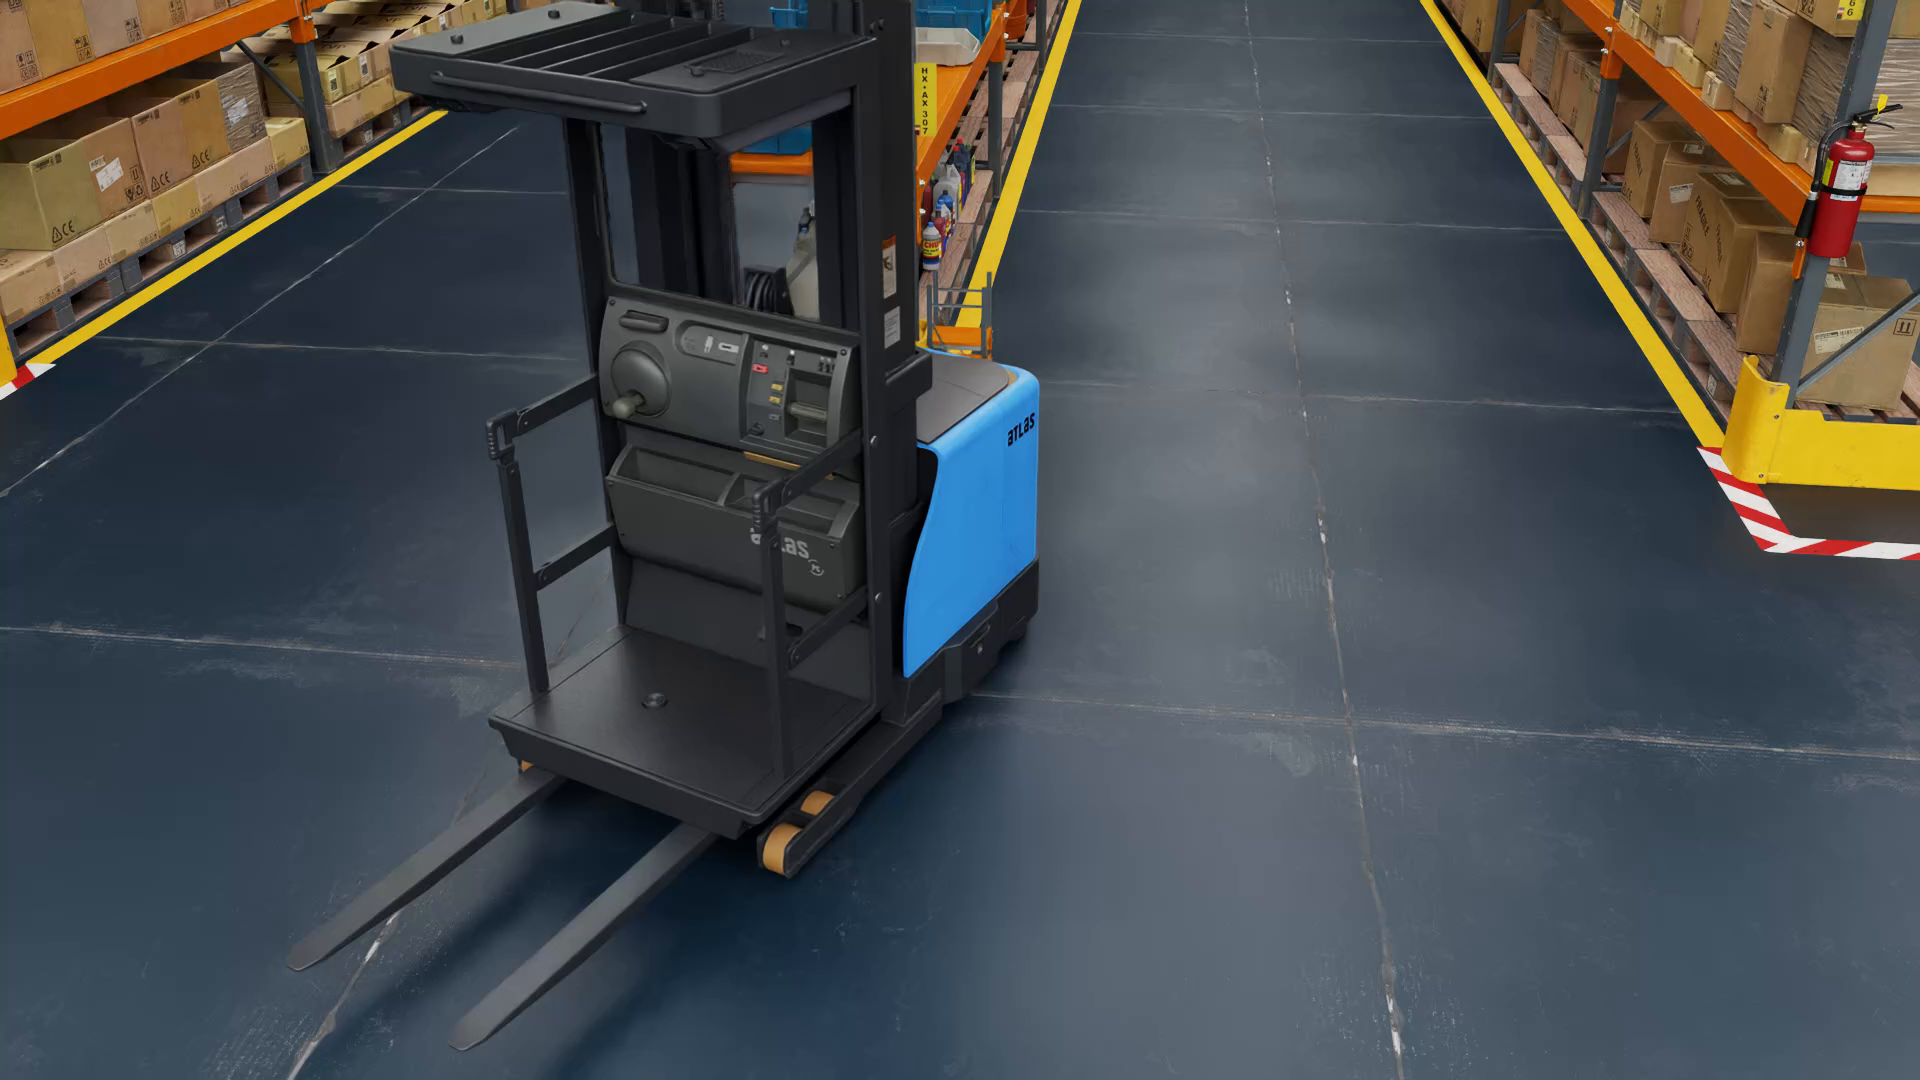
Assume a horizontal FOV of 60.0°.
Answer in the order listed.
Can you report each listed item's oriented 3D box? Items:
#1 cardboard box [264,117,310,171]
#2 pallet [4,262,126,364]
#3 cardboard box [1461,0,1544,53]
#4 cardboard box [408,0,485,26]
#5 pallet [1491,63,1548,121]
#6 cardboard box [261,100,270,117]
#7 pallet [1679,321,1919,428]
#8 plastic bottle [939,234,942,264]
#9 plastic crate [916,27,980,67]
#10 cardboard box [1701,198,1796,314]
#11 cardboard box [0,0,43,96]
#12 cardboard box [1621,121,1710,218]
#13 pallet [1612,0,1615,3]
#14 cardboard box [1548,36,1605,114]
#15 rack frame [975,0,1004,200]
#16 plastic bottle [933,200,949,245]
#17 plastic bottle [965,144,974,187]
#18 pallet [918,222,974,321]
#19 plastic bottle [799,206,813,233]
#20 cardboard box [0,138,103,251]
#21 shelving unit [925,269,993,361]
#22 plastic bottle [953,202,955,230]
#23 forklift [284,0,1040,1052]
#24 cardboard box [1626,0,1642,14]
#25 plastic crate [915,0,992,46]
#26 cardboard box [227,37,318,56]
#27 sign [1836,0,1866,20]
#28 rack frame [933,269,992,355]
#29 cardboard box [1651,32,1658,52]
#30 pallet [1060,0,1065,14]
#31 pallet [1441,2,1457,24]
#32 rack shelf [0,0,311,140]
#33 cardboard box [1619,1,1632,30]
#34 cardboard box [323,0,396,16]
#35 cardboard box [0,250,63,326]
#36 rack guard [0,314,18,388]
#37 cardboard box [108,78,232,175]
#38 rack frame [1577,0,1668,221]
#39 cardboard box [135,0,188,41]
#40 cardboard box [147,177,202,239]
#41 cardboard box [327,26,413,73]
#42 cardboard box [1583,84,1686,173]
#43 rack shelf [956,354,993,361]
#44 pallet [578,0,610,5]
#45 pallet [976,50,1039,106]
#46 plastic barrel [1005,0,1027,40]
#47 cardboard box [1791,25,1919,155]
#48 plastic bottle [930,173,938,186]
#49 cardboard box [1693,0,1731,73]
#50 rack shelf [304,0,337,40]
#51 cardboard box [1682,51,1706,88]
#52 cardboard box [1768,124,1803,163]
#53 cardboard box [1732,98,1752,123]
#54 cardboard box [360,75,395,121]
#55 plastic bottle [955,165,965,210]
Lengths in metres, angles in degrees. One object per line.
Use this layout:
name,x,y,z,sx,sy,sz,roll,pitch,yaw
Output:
cardboard box,-4.966,-2.805,11.750,0.500,0.250,0.500,3,28,6
pallet,-5.564,-1.313,9.465,1.003,0.211,1.213,3,28,6
cardboard box,5.301,-4.940,15.054,1.225,0.875,0.875,2,28,4
cardboard box,-4.513,-4.659,14.601,0.500,0.311,0.500,3,28,5
pallet,5.098,-3.771,14.028,1.003,0.211,1.213,3,28,6
cardboard box,-5.363,-3.248,12.572,0.500,0.250,0.500,3,28,6
pallet,4.359,-0.789,8.493,1.003,0.211,1.213,3,28,6
plastic bottle,-0.156,-1.735,9.794,0.097,0.201,0.097,0,28,0
plastic crate,-0.158,-2.876,9.705,0.530,0.136,0.437,3,28,6
cardboard box,4.443,-1.555,9.167,0.500,0.500,0.500,6,29,11
cardboard box,-5.487,-2.689,8.973,0.700,0.500,0.500,4,29,8
cardboard box,4.617,-2.382,10.702,0.500,0.500,0.500,3,28,5
pallet,4.943,-3.751,11.252,1.003,0.211,1.213,3,28,6
cardboard box,5.015,-3.614,12.968,0.700,0.500,0.500,6,29,10
rack frame,-0.210,-3.772,11.088,1.000,3.000,0.127,3,28,6
plastic bottle,-0.115,-1.925,10.073,0.097,0.271,0.097,0,28,0
plastic bottle,0.058,-2.524,11.172,0.061,0.283,0.133,5,29,9
pallet,-0.481,-1.654,10.098,1.003,0.211,1.213,3,28,6
plastic bottle,-0.914,-1.833,9.889,0.061,0.283,0.133,4,29,7
cardboard box,-5.270,-1.958,9.387,0.500,0.500,0.500,3,28,6
shelving unit,-0.002,-0.521,6.953,0.258,1.200,0.189,3,28,6
plastic bottle,-0.077,-2.038,10.356,0.097,0.201,0.097,0,28,0
forklift,-0.847,-0.471,5.035,1.130,2.935,3.031,15,32,25
cardboard box,4.589,-3.451,10.073,0.875,0.500,0.500,3,28,6
plastic crate,-0.076,-3.169,10.127,0.499,0.251,0.616,3,28,6
cardboard box,-5.303,-3.735,12.885,0.500,0.311,0.500,4,29,8
sign,3.667,-2.291,6.787,0.100,0.325,0.005,3,28,6
rack frame,0.009,-0.564,7.033,0.240,1.200,0.006,3,28,6
cardboard box,4.313,-2.935,9.800,0.380,0.149,0.250,3,28,6
pallet,0.634,-5.949,18.070,1.003,0.211,1.213,3,28,6
pallet,5.666,-5.654,17.523,1.003,0.211,1.213,3,28,6
rack shelf,-5.371,-2.803,10.049,1.077,0.370,4.000,3,28,6
cardboard box,4.380,-3.289,10.458,0.380,0.149,0.250,3,28,6
cardboard box,-5.112,-4.448,14.209,0.500,0.311,0.500,3,28,5
cardboard box,-5.330,-1.392,9.128,0.500,0.250,0.500,3,28,6
rack guard,-5.619,-1.067,8.703,1.175,0.500,0.348,3,28,6
cardboard box,-5.096,-2.665,10.699,0.500,0.500,0.500,3,28,6
rack frame,4.705,-3.484,10.554,1.000,3.000,0.127,3,28,6
cardboard box,-5.298,-3.411,10.314,0.700,0.500,0.500,4,29,7
cardboard box,-5.144,-2.098,10.438,0.500,0.250,0.500,3,28,6
cardboard box,-4.699,-3.942,13.269,0.500,0.311,0.500,2,28,5
cardboard box,4.802,-2.865,11.577,0.700,0.500,0.500,1,28,2
rack shelf,-0.002,-0.694,6.860,0.258,0.103,0.180,3,28,6
pallet,-4.355,-5.638,17.493,1.003,0.211,1.213,3,28,6
pallet,0.146,-4.064,14.572,1.003,0.211,1.213,3,28,6
plastic barrel,0.323,-5.115,15.428,0.600,0.830,0.708,3,28,6
cardboard box,4.310,-2.033,7.442,0.875,0.500,0.500,3,28,6
plastic bottle,-0.171,-2.201,10.573,0.061,0.283,0.133,3,28,6
cardboard box,4.429,-2.743,8.760,0.875,0.500,0.500,3,28,6
rack shelf,-4.881,-4.686,13.544,1.077,0.370,4.000,3,28,6
cardboard box,4.210,-2.583,9.146,0.380,0.149,0.250,3,28,6
cardboard box,4.056,-1.875,7.832,0.380,0.149,0.250,3,28,6
cardboard box,4.182,-2.226,8.484,0.380,0.149,0.250,3,28,6
cardboard box,-4.767,-3.452,12.951,0.500,0.250,0.500,4,29,7
plastic bottle,-0.005,-2.280,10.720,0.061,0.283,0.133,5,29,10
